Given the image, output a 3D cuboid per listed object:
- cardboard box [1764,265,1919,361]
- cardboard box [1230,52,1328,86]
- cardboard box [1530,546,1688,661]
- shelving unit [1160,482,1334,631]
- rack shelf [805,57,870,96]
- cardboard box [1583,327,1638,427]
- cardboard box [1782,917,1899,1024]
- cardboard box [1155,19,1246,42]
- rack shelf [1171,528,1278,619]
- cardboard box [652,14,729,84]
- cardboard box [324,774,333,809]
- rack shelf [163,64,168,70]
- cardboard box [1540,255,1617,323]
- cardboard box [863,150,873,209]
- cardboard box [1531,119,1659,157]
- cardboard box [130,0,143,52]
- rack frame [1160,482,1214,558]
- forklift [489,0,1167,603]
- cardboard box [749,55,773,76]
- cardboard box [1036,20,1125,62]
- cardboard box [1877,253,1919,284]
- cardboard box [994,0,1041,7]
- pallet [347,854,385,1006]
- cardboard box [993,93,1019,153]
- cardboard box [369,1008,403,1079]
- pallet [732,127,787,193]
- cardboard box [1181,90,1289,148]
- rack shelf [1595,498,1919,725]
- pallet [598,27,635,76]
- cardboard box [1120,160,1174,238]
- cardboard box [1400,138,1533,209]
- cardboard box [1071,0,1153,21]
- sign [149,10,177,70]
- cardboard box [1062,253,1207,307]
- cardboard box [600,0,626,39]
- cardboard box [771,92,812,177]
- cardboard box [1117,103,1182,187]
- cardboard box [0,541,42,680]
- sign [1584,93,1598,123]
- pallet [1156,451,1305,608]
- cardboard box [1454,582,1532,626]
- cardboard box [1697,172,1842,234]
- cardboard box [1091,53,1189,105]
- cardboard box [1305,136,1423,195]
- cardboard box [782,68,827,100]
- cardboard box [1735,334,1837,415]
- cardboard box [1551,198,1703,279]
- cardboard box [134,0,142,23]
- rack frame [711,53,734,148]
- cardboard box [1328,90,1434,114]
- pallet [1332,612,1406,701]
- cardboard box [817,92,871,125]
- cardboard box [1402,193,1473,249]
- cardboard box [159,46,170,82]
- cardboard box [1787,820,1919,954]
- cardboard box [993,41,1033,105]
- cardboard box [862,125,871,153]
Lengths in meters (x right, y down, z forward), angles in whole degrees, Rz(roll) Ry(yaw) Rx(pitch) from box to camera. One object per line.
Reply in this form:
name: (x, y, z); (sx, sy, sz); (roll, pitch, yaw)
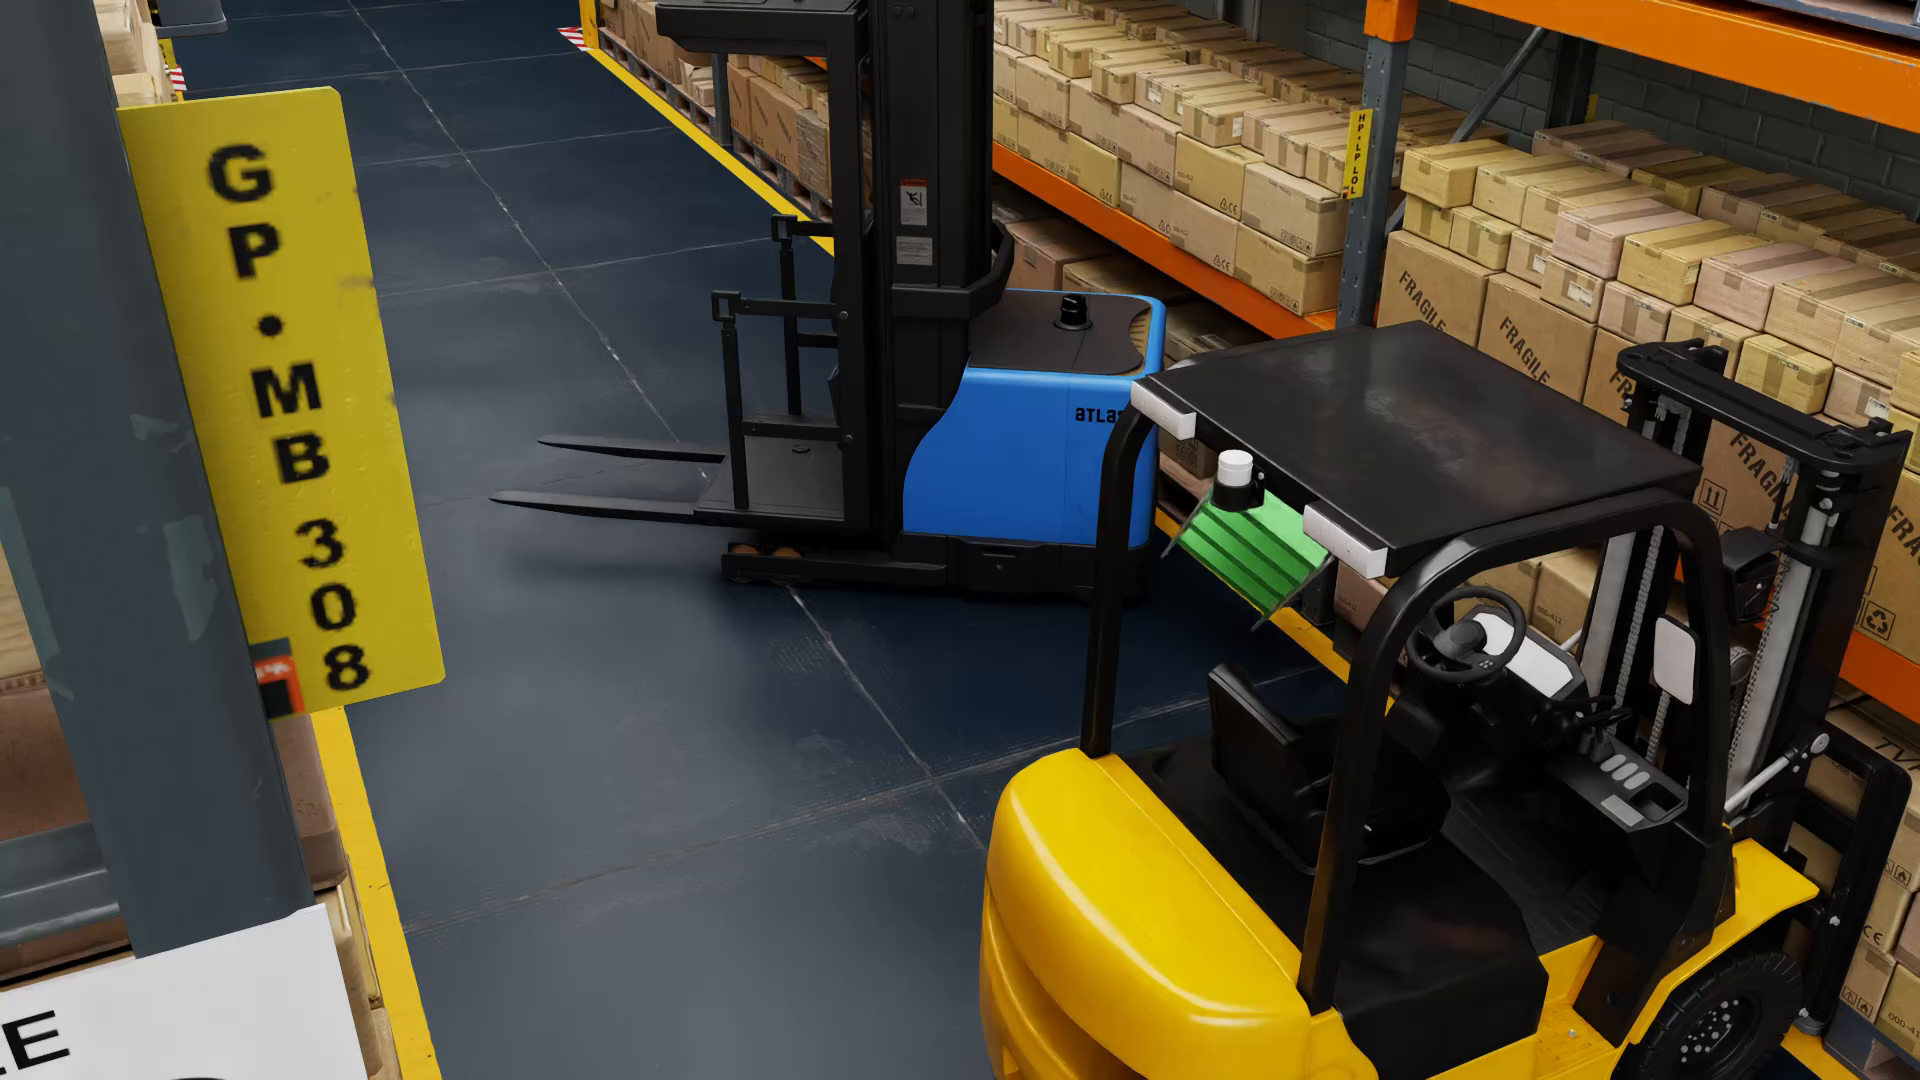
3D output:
cardboard box: (2.562, -0.656, 4.784); (0.380, 0.149, 0.250); (-13, 32, -22)
cardboard box: (1.488, -2.163, 7.775); (0.380, 0.149, 0.250); (-13, 32, -22)
cardboard box: (2.304, 0.243, 5.609); (0.500, 0.250, 0.500); (-12, 31, -20)
shelving unit: (1.158, -0.011, 6.510); (0.503, 1.200, 0.258); (39, 77, 7)
rack shelf: (-0.631, -3.399, 11.480); (1.077, 0.370, 4.000); (-13, 32, -22)
cardboard box: (2.357, -0.405, 5.303); (0.500, 0.500, 0.500); (-13, 32, -22)
cardboard box: (2.764, 1.135, 5.040); (0.500, 0.250, 0.500); (-13, 32, -21)
cardboard box: (1.212, -2.517, 8.406); (0.380, 0.149, 0.250); (-14, 32, -23)
rack shelf: (1.140, 0.066, 6.803); (0.480, 0.148, 0.258); (39, 77, 7)
cardboard box: (-2.252, -4.321, 14.516); (0.700, 0.500, 0.500); (-14, 32, -24)
cardboard box: (-2.040, 0.876, 4.736); (0.500, 0.500, 0.500); (-14, 32, -23)
rack shelf: (-3.395, -1.896, 5.733); (1.077, 0.370, 4.000); (-13, 32, -22)
cardboard box: (2.133, -0.845, 5.424); (0.380, 0.149, 0.250); (-12, 32, -21)
cardboard box: (-0.353, -2.287, 10.888); (0.500, 0.500, 0.500); (-14, 32, -23)
cardboard box: (2.355, -1.441, 6.183); (0.380, 0.149, 0.250); (-13, 32, -22)
cardboard box: (-1.451, -0.806, 2.495); (0.380, 0.149, 0.250); (-13, 32, -21)
rack frame: (0.971, -0.165, 6.539); (0.015, 1.200, 0.240); (39, 77, 7)
forklift: (-0.617, -1.324, 7.115); (3.031, 2.935, 1.130); (4, 30, 7)
cardboard box: (-1.387, -3.651, 12.658); (0.380, 0.149, 0.250); (-14, 32, -23)
cardboard box: (0.606, -2.510, 8.393); (0.380, 0.149, 0.250); (-13, 32, -21)
cardboard box: (2.956, -0.750, 4.951); (0.380, 0.149, 0.250); (-12, 31, -21)
cardboard box: (0.214, -2.835, 8.974); (0.380, 0.149, 0.250); (-12, 32, -21)
pallet: (-2.216, 1.487, 4.882); (1.003, 0.211, 1.213); (-13, 32, -22)
cardboard box: (0.409, -2.293, 8.926); (0.500, 0.250, 0.500); (-14, 32, -23)
cardboard box: (-0.997, 1.080, 2.351); (0.500, 0.500, 0.500); (-12, 31, -20)
pallet: (-1.106, -3.028, 12.935); (1.003, 0.211, 1.213); (-13, 32, -22)
cardboard box: (1.181, -1.811, 7.146); (0.380, 0.149, 0.250); (-14, 32, -24)
rack shelf: (2.804, 0.135, 5.177); (1.077, 0.370, 4.000); (-13, 32, -22)
pallet: (-2.831, -4.761, 16.025); (1.003, 0.211, 1.213); (-13, 32, -22)
cardboard box: (1.086, -1.611, 7.709); (0.500, 0.250, 0.500); (-13, 32, -22)
cardboard box: (1.814, -1.315, 5.959); (0.380, 0.149, 0.250); (-12, 32, -21)
cardboard box: (0.820, -2.835, 8.973); (0.380, 0.149, 0.250); (-13, 32, -22)
sign: (-3.768, -2.374, 7.813); (0.100, 0.325, 0.005); (-13, 32, -22)
cardboard box: (1.060, -1.114, 8.668); (0.875, 0.625, 0.625); (-14, 32, -24)
cardboard box: (-3.030, -5.167, 16.021); (0.797, 0.503, 0.637); (-14, 32, -24)
cardboard box: (-1.037, -2.973, 12.112); (0.500, 0.500, 0.500); (-14, 32, -23)
cardboard box: (1.062, -1.831, 7.590); (0.500, 0.250, 0.500); (-12, 32, -21)
cardboard box: (-0.788, 0.002, 1.053); (0.380, 0.149, 0.250); (-13, 32, -22)
sign: (2.446, -1.591, 6.555); (0.100, 0.325, 0.005); (-13, 32, -22)
pallet: (1.593, -0.163, 7.825); (1.003, 0.211, 1.213); (-13, 32, -22)
cardboard box: (2.092, 0.237, 6.132); (0.500, 0.250, 0.500); (-13, 32, -22)
cardboard box: (2.715, -1.110, 5.592); (0.380, 0.149, 0.250); (-14, 32, -23)
cardboard box: (0.839, -2.152, 7.755); (0.380, 0.149, 0.250); (-14, 32, -23)
cardboard box: (1.598, -1.493, 6.580); (0.380, 0.149, 0.250); (-12, 31, -20)
cardboard box: (-1.063, -3.304, 12.038); (0.380, 0.149, 0.250); (-13, 32, -22)
cardboard box: (2.490, -0.505, 4.819); (0.380, 0.149, 0.250); (-14, 32, -23)
cardboard box: (2.143, -0.973, 5.348); (0.380, 0.149, 0.250); (-12, 32, -21)
cardboard box: (-1.680, -0.801, 2.894); (0.500, 0.250, 0.500); (-14, 32, -23)
rack frame: (-1.489, -4.596, 12.879); (1.000, 3.000, 0.127); (-13, 32, -22)
cardboard box: (1.814, -1.829, 7.179); (0.380, 0.149, 0.250); (-13, 32, -22)
pallet: (2.249, 0.514, 6.617); (1.003, 0.211, 1.213); (-13, 32, -22)
cardboard box: (-0.757, -2.961, 11.427); (0.380, 0.149, 0.250); (-15, 32, -24)
cardboard box: (1.844, -1.193, 6.044); (0.380, 0.149, 0.250); (-14, 32, -23)
cardboard box: (-3.576, -1.773, 7.009); (0.500, 0.500, 0.500); (-14, 32, -23)
cardboard box: (2.725, 0.906, 4.938); (0.500, 0.250, 0.500); (-14, 32, -23)
cardboard box: (0.412, -2.513, 8.807); (0.500, 0.250, 0.500); (-12, 31, -20)
cardboard box: (-0.431, -2.609, 10.800); (0.380, 0.149, 0.250); (-14, 32, -24)
